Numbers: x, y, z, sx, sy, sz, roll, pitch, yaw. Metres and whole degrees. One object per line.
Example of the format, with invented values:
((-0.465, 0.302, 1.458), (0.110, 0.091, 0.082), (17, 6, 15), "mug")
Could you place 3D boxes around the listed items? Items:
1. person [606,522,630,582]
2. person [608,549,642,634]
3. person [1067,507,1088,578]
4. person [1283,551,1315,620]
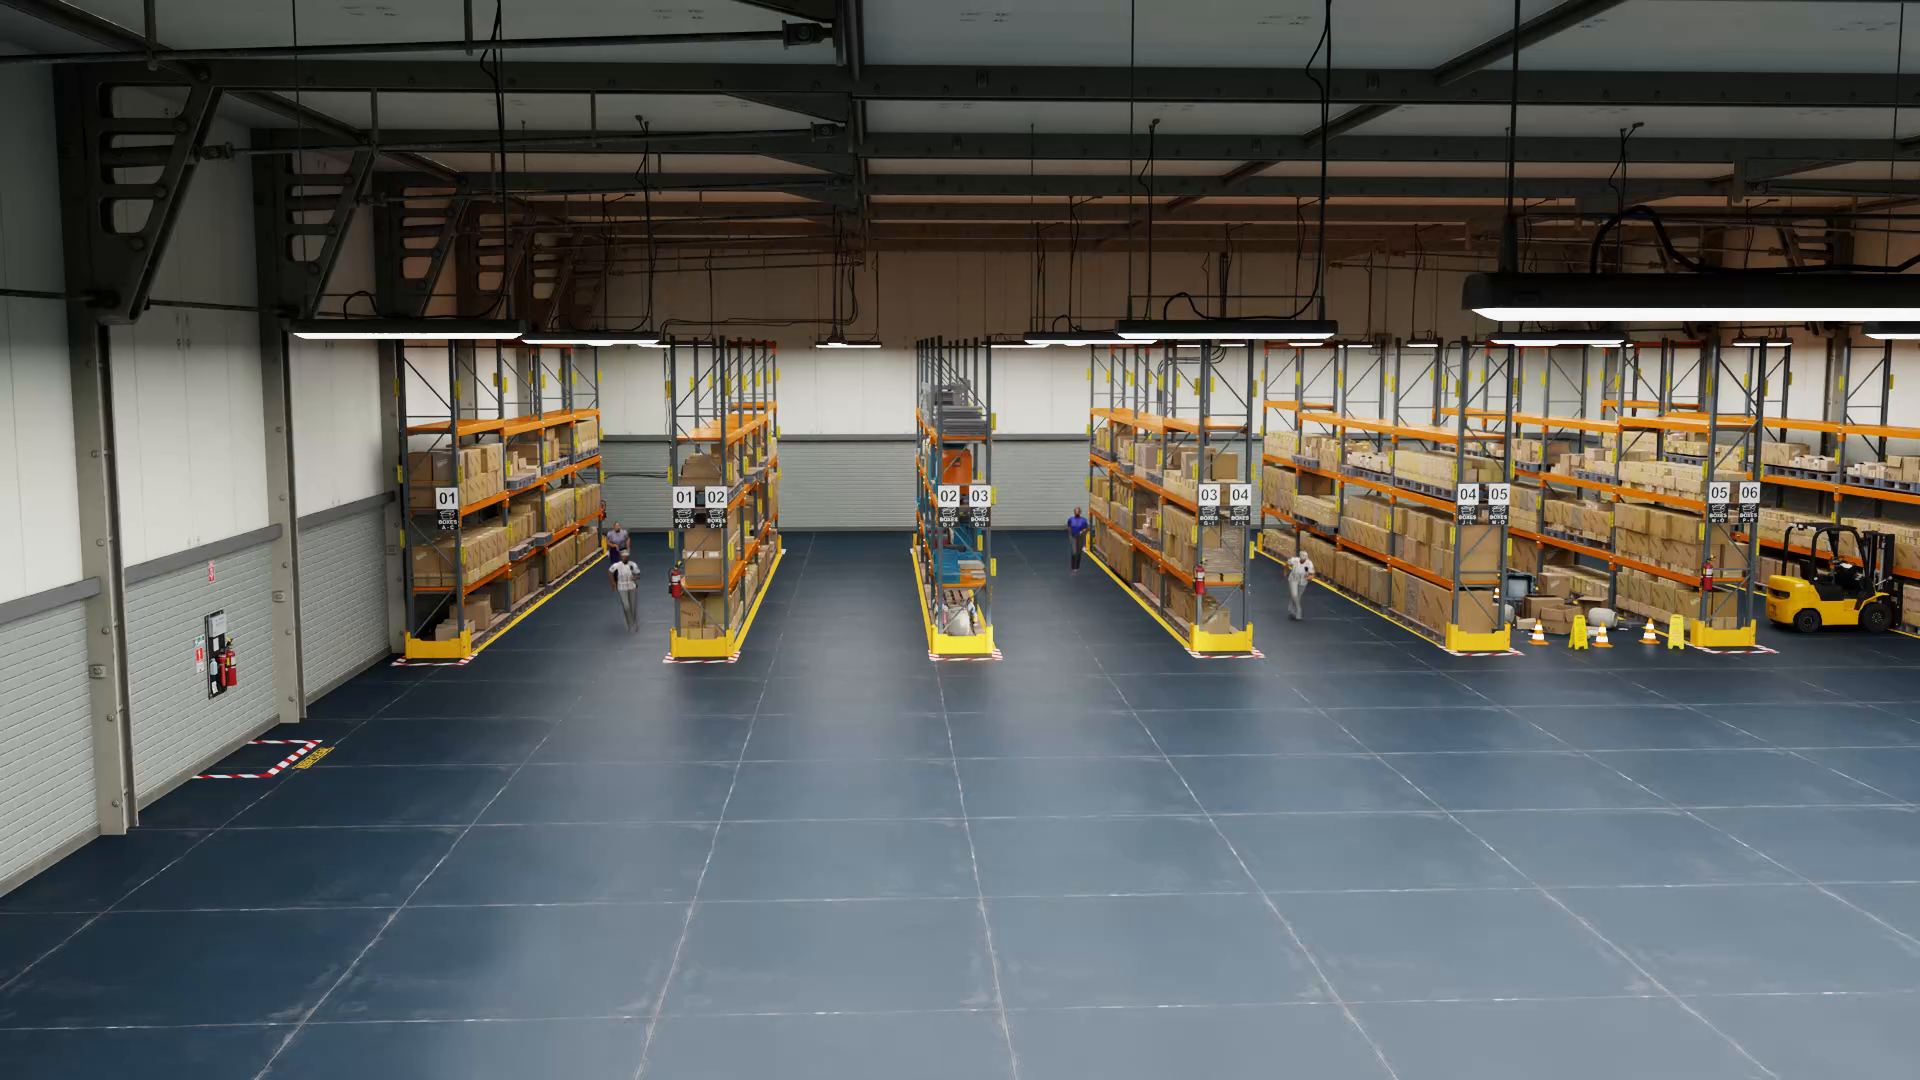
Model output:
((-8.447, 0.298, 41.135), (0.606, 1.535, 0.765), (-2, 7, -21), "person")
((-6.824, 1.042, 33.960), (0.664, 1.741, 0.762), (-2, 7, -19), "person")
((2.870, 0.045, 40.513), (0.503, 1.718, 0.756), (0, 6, -1), "person")
((7.262, 0.925, 35.661), (0.604, 1.492, 1.061), (0, 6, 0), "person")
